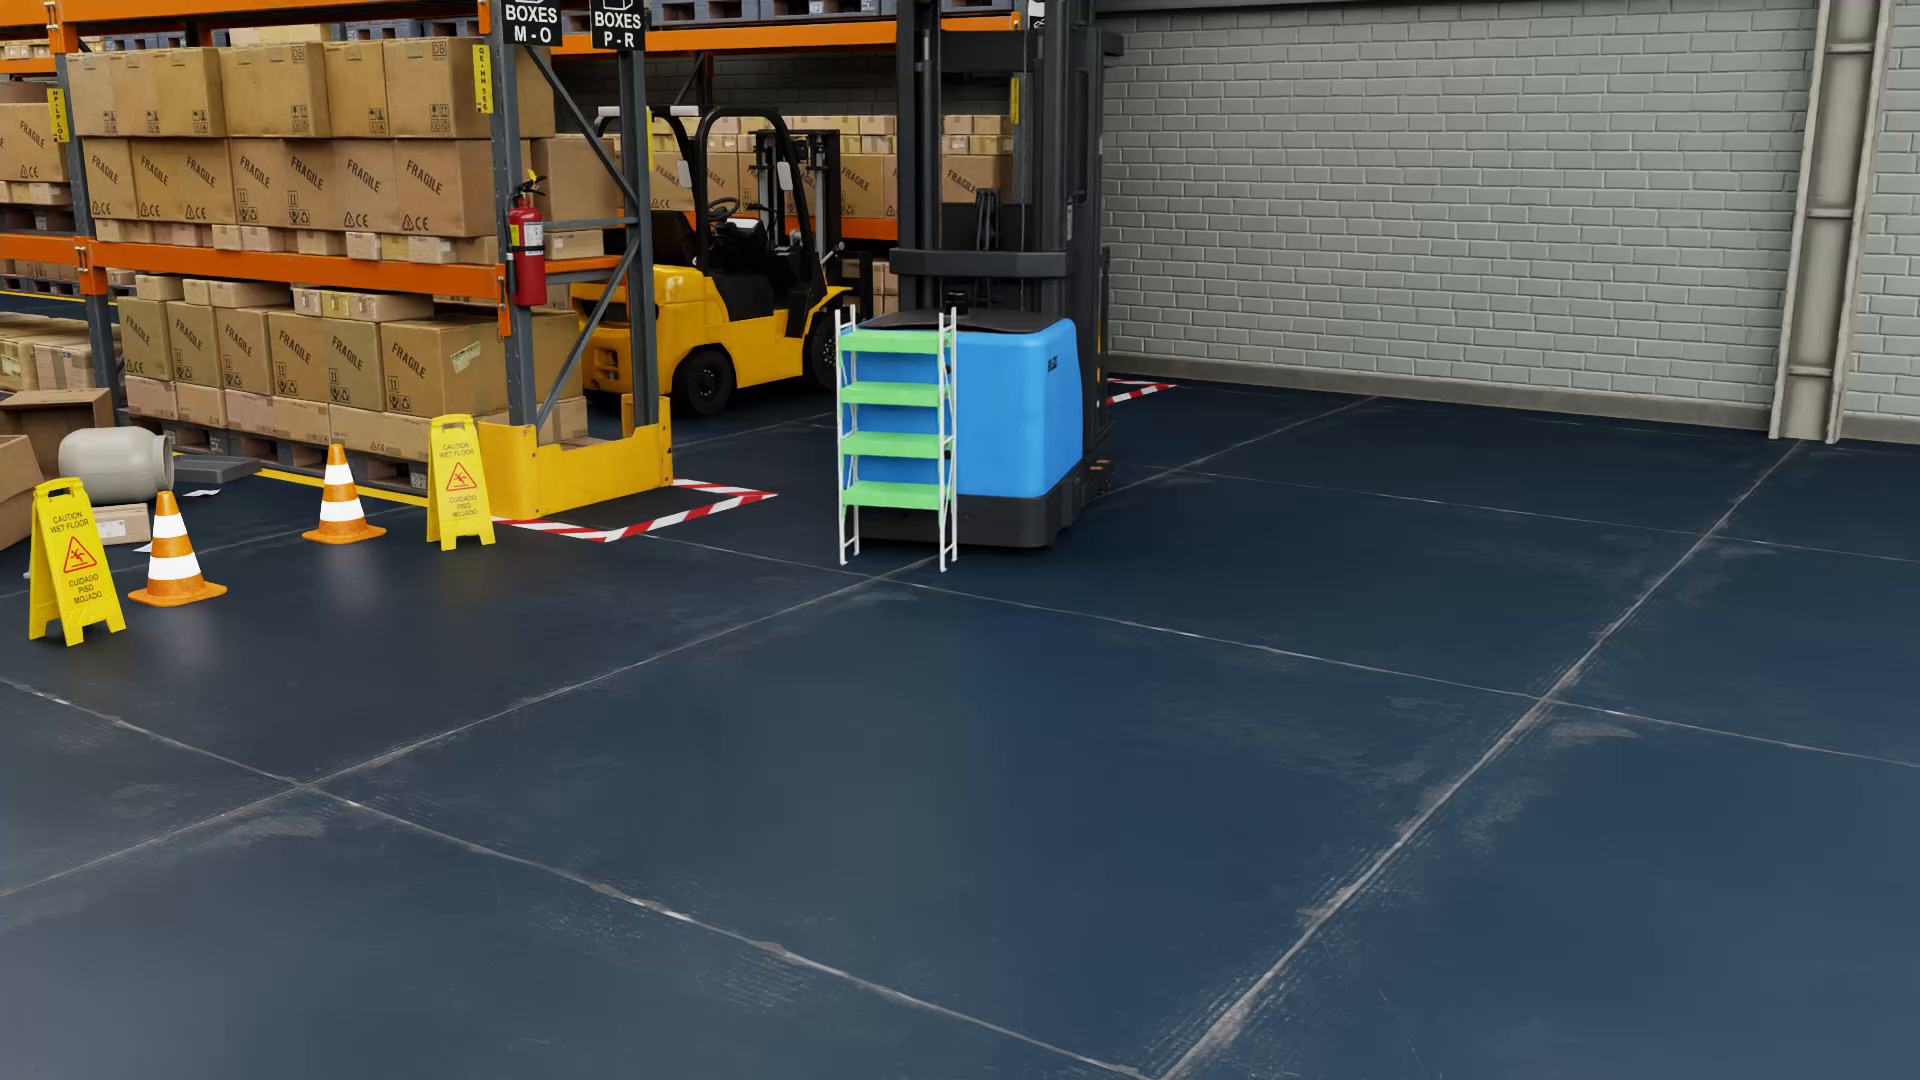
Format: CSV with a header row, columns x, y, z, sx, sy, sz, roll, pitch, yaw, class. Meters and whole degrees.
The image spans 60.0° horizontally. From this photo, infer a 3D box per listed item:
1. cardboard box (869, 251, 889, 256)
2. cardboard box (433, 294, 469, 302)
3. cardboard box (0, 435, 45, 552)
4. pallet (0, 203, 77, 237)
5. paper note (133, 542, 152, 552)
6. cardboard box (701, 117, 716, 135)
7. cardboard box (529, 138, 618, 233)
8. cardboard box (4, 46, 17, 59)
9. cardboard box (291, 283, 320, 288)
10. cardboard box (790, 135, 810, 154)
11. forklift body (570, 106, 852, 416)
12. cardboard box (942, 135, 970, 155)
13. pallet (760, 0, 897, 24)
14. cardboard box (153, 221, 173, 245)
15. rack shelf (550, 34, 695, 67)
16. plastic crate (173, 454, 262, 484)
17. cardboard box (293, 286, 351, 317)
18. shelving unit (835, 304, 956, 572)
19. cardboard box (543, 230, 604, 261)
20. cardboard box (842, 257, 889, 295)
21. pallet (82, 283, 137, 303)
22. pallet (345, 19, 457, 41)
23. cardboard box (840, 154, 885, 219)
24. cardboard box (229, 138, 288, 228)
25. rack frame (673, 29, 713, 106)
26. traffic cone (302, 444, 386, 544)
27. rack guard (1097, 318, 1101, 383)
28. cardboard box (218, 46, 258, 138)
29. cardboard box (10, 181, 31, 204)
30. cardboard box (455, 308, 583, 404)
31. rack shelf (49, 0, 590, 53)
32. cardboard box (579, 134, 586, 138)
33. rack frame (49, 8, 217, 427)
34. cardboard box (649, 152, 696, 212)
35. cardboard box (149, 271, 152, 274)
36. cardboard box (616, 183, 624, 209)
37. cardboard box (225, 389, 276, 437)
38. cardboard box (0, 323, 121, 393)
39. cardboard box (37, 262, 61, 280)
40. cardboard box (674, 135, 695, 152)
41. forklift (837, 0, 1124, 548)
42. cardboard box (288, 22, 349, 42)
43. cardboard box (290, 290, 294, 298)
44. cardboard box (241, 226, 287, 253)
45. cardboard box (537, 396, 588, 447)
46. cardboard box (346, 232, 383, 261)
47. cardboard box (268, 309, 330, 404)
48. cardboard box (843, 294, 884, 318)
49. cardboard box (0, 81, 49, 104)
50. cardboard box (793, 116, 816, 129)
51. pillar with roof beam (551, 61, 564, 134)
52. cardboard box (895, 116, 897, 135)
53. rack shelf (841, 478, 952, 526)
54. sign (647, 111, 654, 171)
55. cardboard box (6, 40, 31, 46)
x,y,z,sx,sy,sz,roll,pitch,yaw,class
-0.815,-2.334,14.277,0.500,0.250,0.500,9,16,32,cardboard box
-4.857,-2.623,16.746,0.625,0.625,0.875,10,17,35,cardboard box
-4.913,-0.201,8.086,0.637,0.503,0.797,-1,14,-6,cardboard box
-5.915,-2.256,11.595,1.213,0.211,1.003,9,17,33,pallet
-3.938,0.030,8.140,0.142,0.019,0.148,3,14,14,paper note
-2.012,-3.565,14.304,0.250,0.149,0.380,9,16,32,cardboard box
-2.281,-1.993,9.306,0.500,0.500,0.500,9,16,32,cardboard box
-11.199,-5.838,19.943,0.250,0.149,0.380,9,17,33,cardboard box
-6.794,-2.818,17.793,0.500,0.500,0.500,9,16,32,cardboard box
-1.205,-3.265,13.713,0.250,0.149,0.380,9,16,32,cardboard box
-1.867,-2.150,12.534,1.214,2.155,2.313,9,17,33,forklift body
0.052,-3.054,12.861,0.250,0.149,0.380,9,17,34,cardboard box
-0.864,-4.348,13.588,1.213,0.211,1.003,9,17,33,pallet
-4.803,-1.937,10.428,0.250,0.149,0.380,9,17,33,cardboard box
-4.254,-4.583,15.851,4.000,0.370,1.077,9,17,33,rack shelf
-4.516,-0.427,9.881,0.583,0.080,0.402,3,14,14,plastic crate
-3.619,-1.391,9.637,0.250,0.149,0.380,10,17,35,cardboard box
-0.292,-0.475,7.742,0.503,1.200,0.258,4,15,14,shelving unit
-2.209,-1.647,9.255,0.250,0.149,0.380,9,17,33,cardboard box
-0.683,-2.159,13.569,0.500,0.250,0.500,9,17,34,cardboard box
-9.802,-3.020,20.083,1.213,0.211,1.003,9,17,33,pallet
-5.301,-5.036,16.575,1.003,0.211,1.213,10,17,35,pallet
-0.681,-2.874,13.483,0.500,0.500,0.500,9,16,32,cardboard box
-3.883,-2.100,9.737,0.500,0.500,0.500,9,17,33,cardboard box
-2.594,-3.208,15.041,0.127,3.000,1.000,9,17,33,rack frame
-3.119,-0.251,8.373,0.334,0.463,0.336,9,17,33,traffic cone
0.745,-1.455,13.161,0.348,0.500,1.175,9,17,33,rack guard
-3.821,-2.597,9.663,0.500,0.500,0.700,9,17,32,cardboard box
-6.152,-2.353,11.234,0.250,0.149,0.380,9,16,31,cardboard box
-2.578,-1.081,9.736,0.500,0.500,0.500,9,16,31,cardboard box
-3.702,-3.057,9.683,4.000,0.370,1.077,9,17,33,rack shelf
-3.226,-3.604,15.083,0.250,0.149,0.380,9,16,32,cardboard box
-5.362,-2.218,11.041,0.127,3.000,1.000,9,17,33,rack frame
-2.372,-3.145,14.578,0.500,0.500,0.500,9,16,31,cardboard box
-9.649,-3.316,20.196,0.500,0.311,0.500,10,17,35,cardboard box
-3.159,-3.151,15.121,0.500,0.250,0.500,10,17,34,cardboard box
-4.132,-0.814,10.218,0.500,0.250,0.500,9,16,32,cardboard box
-6.397,-1.312,11.975,0.625,0.372,0.950,10,17,36,cardboard box
-11.027,-3.494,20.523,0.500,0.500,0.500,10,17,34,cardboard box
-2.261,-3.442,14.427,0.250,0.149,0.380,10,17,34,cardboard box
0.265,-1.693,9.063,1.130,2.935,3.031,4,14,14,forklift
-6.475,-5.148,16.948,0.500,0.250,0.500,9,16,31,cardboard box
-4.298,-1.358,10.852,0.500,0.500,0.500,10,17,34,cardboard box
-3.998,-1.788,9.828,0.250,0.149,0.380,9,17,33,cardboard box
-2.558,-0.714,9.814,0.500,0.250,0.500,9,17,32,cardboard box
-3.176,-1.646,9.254,0.250,0.149,0.380,10,17,34,cardboard box
-3.703,-1.109,9.847,0.500,0.500,0.500,9,16,32,cardboard box
-0.704,-1.921,13.649,0.500,0.250,0.500,9,16,32,cardboard box
-6.450,-3.036,11.296,0.250,0.149,0.380,9,16,31,cardboard box
-1.166,-3.427,13.749,0.250,0.149,0.380,9,17,33,cardboard box
-6.731,-5.803,13.039,0.400,9.000,9.100,9,17,33,pillar with roof beam
-0.309,-3.290,13.196,0.250,0.149,0.380,9,17,33,cardboard box
-0.291,-0.180,7.816,0.480,0.148,0.258,4,15,14,rack shelf
-1.740,-2.210,9.207,0.005,0.325,0.100,9,17,33,sign
-11.043,-6.031,19.896,0.500,0.250,0.500,9,16,32,cardboard box
